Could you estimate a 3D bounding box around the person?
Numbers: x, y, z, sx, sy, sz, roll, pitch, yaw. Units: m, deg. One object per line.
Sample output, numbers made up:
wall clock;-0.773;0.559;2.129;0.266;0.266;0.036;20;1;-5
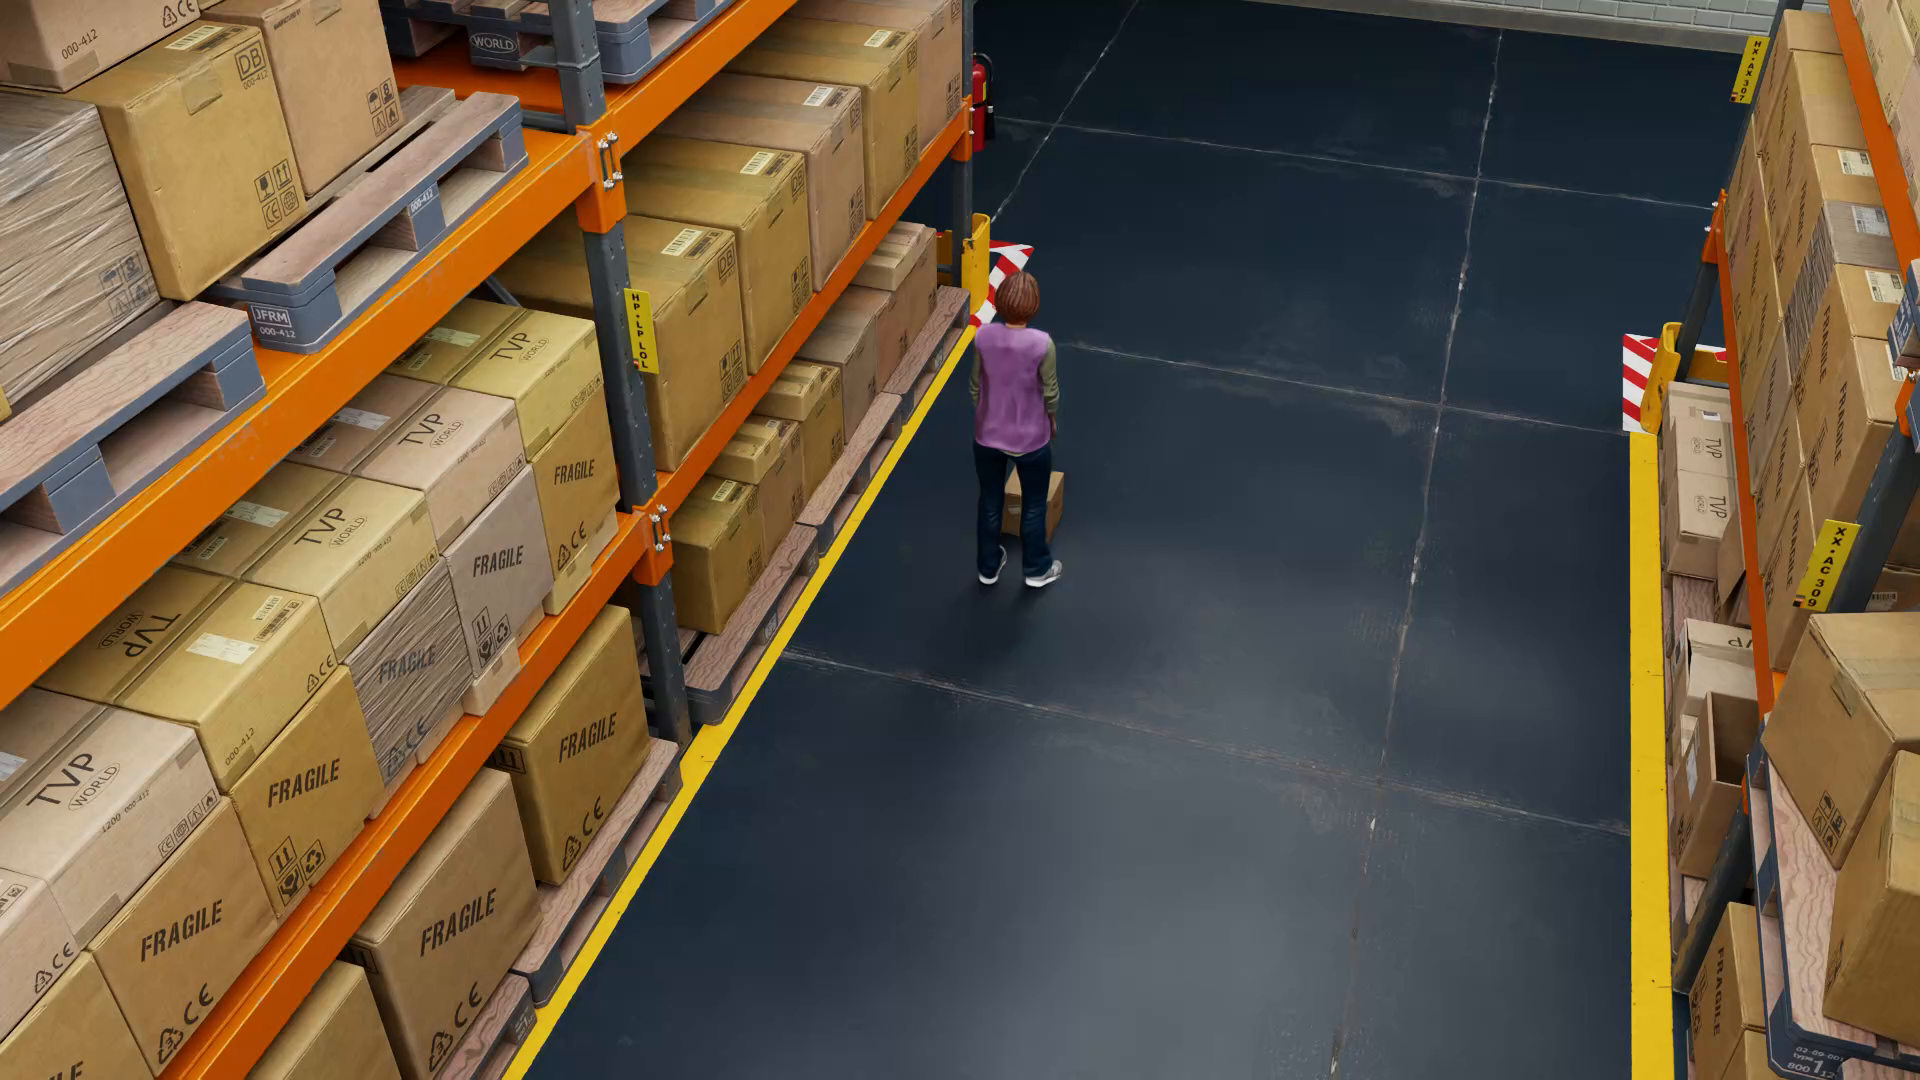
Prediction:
person;0.250;-0.456;7.509;0.446;1.625;0.357;11;39;14
